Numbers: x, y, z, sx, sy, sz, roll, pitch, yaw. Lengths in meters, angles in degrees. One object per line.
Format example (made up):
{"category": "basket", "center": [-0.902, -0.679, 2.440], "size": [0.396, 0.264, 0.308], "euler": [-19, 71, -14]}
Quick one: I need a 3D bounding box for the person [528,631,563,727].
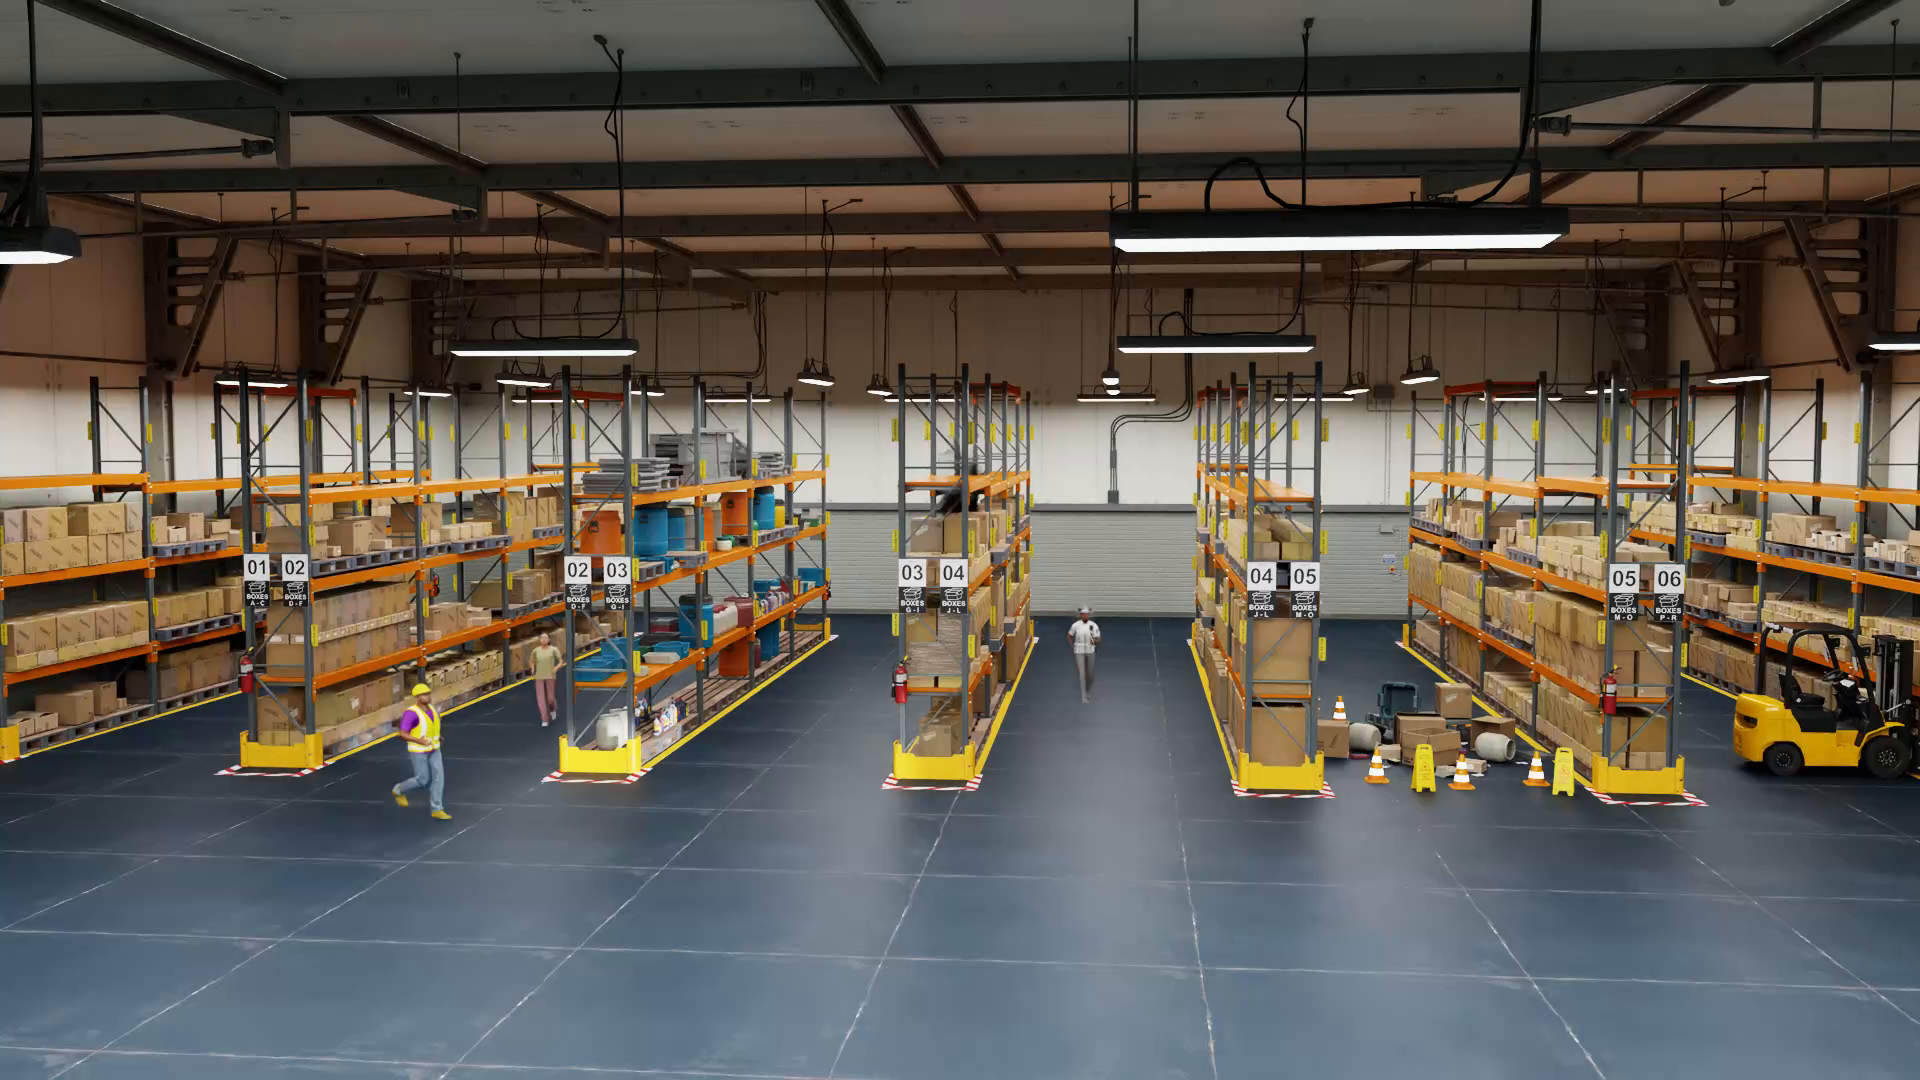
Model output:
{"category": "person", "center": [-7.090, 2.364, 28.437], "size": [0.578, 1.619, 0.569], "euler": [0, 4, -5]}

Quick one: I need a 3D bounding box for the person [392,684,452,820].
{"category": "person", "center": [-6.992, 2.742, 21.629], "size": [0.894, 1.757, 0.702], "euler": [2, 4, 25]}

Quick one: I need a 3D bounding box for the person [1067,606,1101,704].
{"category": "person", "center": [2.191, 1.999, 29.232], "size": [0.588, 1.698, 0.788], "euler": [0, 4, -2]}
